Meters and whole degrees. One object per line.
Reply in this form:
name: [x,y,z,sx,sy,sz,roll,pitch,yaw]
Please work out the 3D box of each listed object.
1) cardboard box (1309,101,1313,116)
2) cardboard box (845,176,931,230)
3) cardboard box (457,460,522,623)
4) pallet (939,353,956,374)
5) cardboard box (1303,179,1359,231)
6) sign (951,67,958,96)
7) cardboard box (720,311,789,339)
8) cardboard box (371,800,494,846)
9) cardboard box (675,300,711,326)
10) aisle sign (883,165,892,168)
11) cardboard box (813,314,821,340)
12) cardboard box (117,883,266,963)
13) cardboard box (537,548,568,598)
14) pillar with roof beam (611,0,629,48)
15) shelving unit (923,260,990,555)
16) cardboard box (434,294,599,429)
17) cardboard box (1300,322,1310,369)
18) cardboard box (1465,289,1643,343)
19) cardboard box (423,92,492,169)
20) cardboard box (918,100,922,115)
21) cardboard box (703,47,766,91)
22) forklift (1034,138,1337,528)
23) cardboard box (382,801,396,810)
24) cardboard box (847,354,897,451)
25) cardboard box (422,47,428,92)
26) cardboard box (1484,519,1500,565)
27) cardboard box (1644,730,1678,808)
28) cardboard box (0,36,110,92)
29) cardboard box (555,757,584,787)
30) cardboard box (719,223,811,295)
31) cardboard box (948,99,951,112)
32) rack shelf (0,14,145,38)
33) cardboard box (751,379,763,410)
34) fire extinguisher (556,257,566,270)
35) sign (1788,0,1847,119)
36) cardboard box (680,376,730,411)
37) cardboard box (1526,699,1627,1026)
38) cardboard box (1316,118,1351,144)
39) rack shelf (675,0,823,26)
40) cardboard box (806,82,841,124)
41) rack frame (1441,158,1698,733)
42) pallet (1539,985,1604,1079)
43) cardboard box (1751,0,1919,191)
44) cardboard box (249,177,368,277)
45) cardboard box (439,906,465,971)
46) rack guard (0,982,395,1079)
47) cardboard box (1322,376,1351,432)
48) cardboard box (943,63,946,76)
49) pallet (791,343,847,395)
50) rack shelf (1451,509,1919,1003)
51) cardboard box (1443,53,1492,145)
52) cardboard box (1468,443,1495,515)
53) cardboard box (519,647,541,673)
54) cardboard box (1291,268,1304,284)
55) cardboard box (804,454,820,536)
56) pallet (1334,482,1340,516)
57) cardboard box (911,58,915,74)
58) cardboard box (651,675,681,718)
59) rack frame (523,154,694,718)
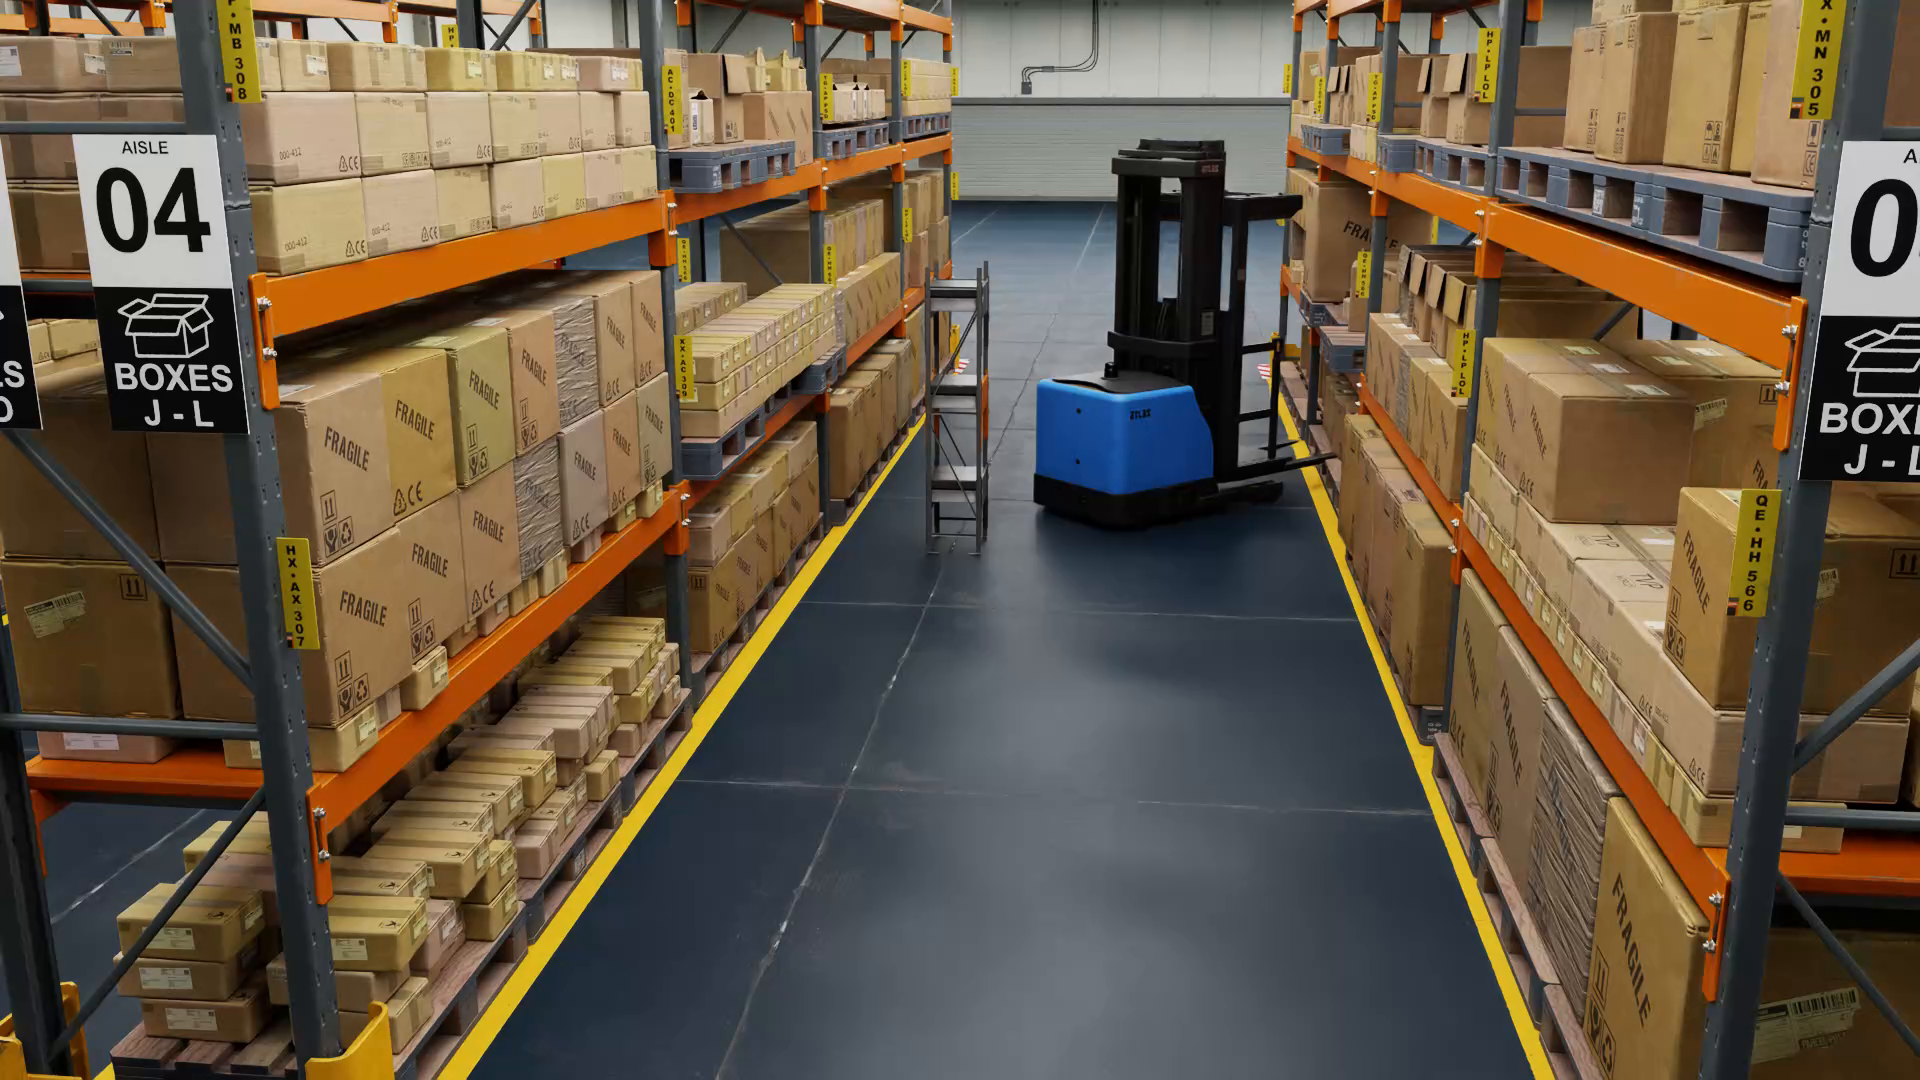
cardboard box: [3.753,-4.388,16.921,0.380,0.149,0.250,2,15,9]
cardboard box: [-0.785,-3.666,18.116,0.875,0.550,0.500,2,15,6]
cardboard box: [-1.983,-0.012,6.198,0.500,0.500,0.500,2,15,7]
pallet: [-0.618,-2.039,19.800,1.003,0.211,1.213,2,15,6]
cardboard box: [3.693,-3.314,16.496,0.500,0.500,0.500,2,15,6]
sign: [-0.068,-5.413,19.642,0.100,0.325,0.005,2,15,6]
cardboard box: [-1.286,-1.345,10.428,0.380,0.149,0.250,2,15,8]
cardboard box: [-2.001,1.112,6.322,0.380,0.149,0.250,1,15,4]
cardboard box: [-1.872,-1.503,11.009,0.380,0.149,0.250,2,15,9]
aisle sign: [-0.895,-4.877,19.972,0.394,0.787,0.004,2,15,6]
cardboard box: [-1.167,-1.466,11.444,0.380,0.149,0.250,2,15,8]
cardboard box: [-2.603,1.296,5.639,0.380,0.149,0.250,2,15,7]
cardboard box: [-1.864,0.127,6.927,0.380,0.149,0.250,2,15,7]
pillar with roof beam: [-4.456,-12.700,42.389,9.100,9.000,0.400,2,15,6]
shelving unit: [-0.019,-0.971,12.229,0.431,2.100,0.503,2,15,6]
cardboard box: [-1.869,-0.761,7.052,0.500,0.500,0.500,2,15,8]
cardboard box: [4.224,-2.257,19.248,0.500,0.500,0.500,5,16,17]
cardboard box: [3.021,-1.009,8.533,0.797,0.503,0.637,1,15,5]
cardboard box: [-1.976,-1.435,5.804,0.500,0.250,0.500,2,15,7]
cardboard box: [-0.592,-4.417,16.988,0.380,0.149,0.250,1,15,5]
cardboard box: [-1.420,-2.939,10.381,0.396,0.266,0.258,2,15,6]
forklift: [2.070,-1.800,13.705,3.031,2.935,1.130,-12,19,-37]
cardboard box: [-2.485,1.104,6.921,0.380,0.149,0.250,2,15,9]
cardboard box: [-1.150,-1.261,15.083,1.050,0.750,0.750,2,15,6]
cardboard box: [-2.046,-1.599,5.648,0.380,0.149,0.250,2,15,8]
cardboard box: [2.535,0.014,7.344,0.380,0.149,0.250,2,15,8]
cardboard box: [2.247,0.679,4.887,0.380,0.149,0.250,2,15,7]
cardboard box: [-2.665,-1.350,4.726,0.380,0.149,0.250,2,15,6]
cardboard box: [-1.895,0.976,7.392,0.380,0.149,0.250,1,15,4]
cardboard box: [-1.447,-2.167,12.824,0.700,0.500,0.500,2,15,6]
cardboard box: [-0.306,-5.077,19.429,0.380,0.149,0.250,2,15,6]
rack shelf: [-10.693,-5.697,18.635,1.077,0.370,4.000,2,15,6]
cardboard box: [-1.371,-0.855,9.753,0.380,0.149,0.250,2,15,7]
fire extinguisher: [-5.064,-3.693,20.723,0.296,0.674,0.183,2,15,6]
sign: [1.969,-1.130,3.803,0.100,0.325,0.005,2,15,6]
cardboard box: [-1.458,-0.796,8.968,0.380,0.149,0.250,2,15,7]
cardboard box: [2.602,1.146,5.945,0.875,0.875,0.875,2,15,6]
cardboard box: [3.652,-3.887,15.831,0.500,0.250,0.500,2,15,8]
rack shelf: [-1.734,-3.357,9.982,1.077,0.370,4.000,2,15,6]
cardboard box: [-1.208,-3.357,12.760,0.500,0.311,0.500,2,15,6]
rack frame: [2.958,-0.310,8.064,1.000,3.000,0.127,2,15,6]
pallet: [2.519,1.863,5.367,1.003,0.211,1.213,2,15,6]
cardboard box: [2.512,-1.157,4.259,0.700,0.500,0.500,1,15,3]
cardboard box: [-2.106,-0.930,4.895,0.500,0.250,0.500,2,15,8]
cardboard box: [-2.064,1.467,6.148,0.380,0.149,0.250,2,15,7]
rack guard: [-2.402,1.742,5.264,1.175,0.500,0.348,2,15,6]
cardboard box: [3.770,-1.232,15.419,0.700,0.500,0.500,1,15,2]
cardboard box: [-0.365,-5.329,18.835,0.380,0.149,0.250,2,15,7]
pallet: [-1.483,-1.240,11.868,1.213,0.211,1.003,2,15,6]
rack shelf: [2.732,0.555,6.239,1.077,0.370,4.000,2,15,6]
cardboard box: [3.200,-2.518,9.479,0.797,0.503,0.637,1,15,5]
cardboard box: [2.644,-0.268,7.622,0.500,0.250,0.500,1,15,5]
cardboard box: [-2.274,0.623,8.127,0.380,0.149,0.250,1,15,5]
cardboard box: [3.777,-2.848,17.931,0.380,0.149,0.250,2,15,6]
cardboard box: [-1.322,-0.338,12.149,0.500,0.500,0.500,2,15,6]
pallet: [3.499,-0.204,13.014,1.003,0.211,1.213,2,15,6]
cardboard box: [-0.650,-4.671,16.401,0.380,0.149,0.250,2,15,6]
cardboard box: [-1.665,0.802,8.605,0.380,0.149,0.250,2,15,7]
rack frame: [-1.959,-0.483,8.701,1.000,3.000,0.127,2,15,6]
